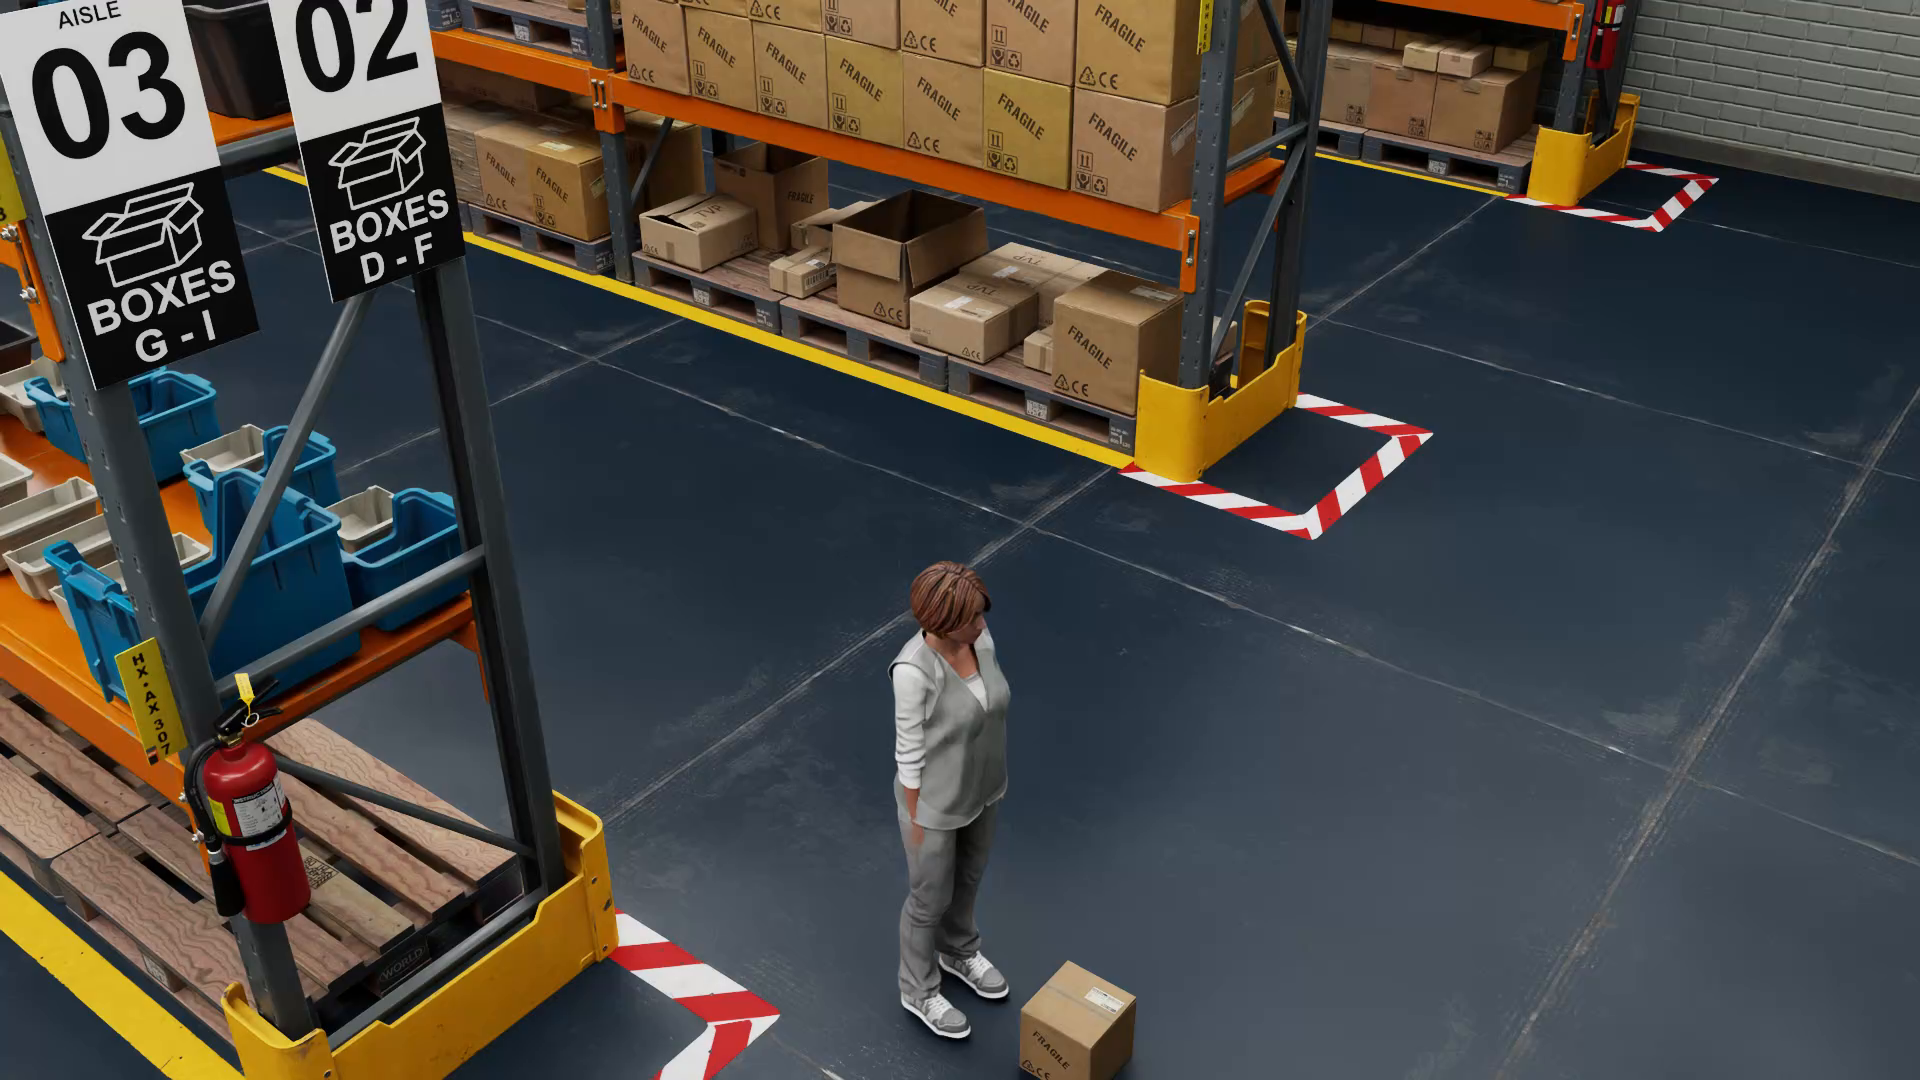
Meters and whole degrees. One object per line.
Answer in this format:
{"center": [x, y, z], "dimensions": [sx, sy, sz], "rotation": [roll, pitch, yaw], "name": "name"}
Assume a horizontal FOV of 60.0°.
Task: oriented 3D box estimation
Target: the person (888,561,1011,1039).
{"center": [-0.013, 0.755, 4.896], "dimensions": [0.315, 1.601, 0.408], "rotation": [22, 38, 32], "name": "person"}
